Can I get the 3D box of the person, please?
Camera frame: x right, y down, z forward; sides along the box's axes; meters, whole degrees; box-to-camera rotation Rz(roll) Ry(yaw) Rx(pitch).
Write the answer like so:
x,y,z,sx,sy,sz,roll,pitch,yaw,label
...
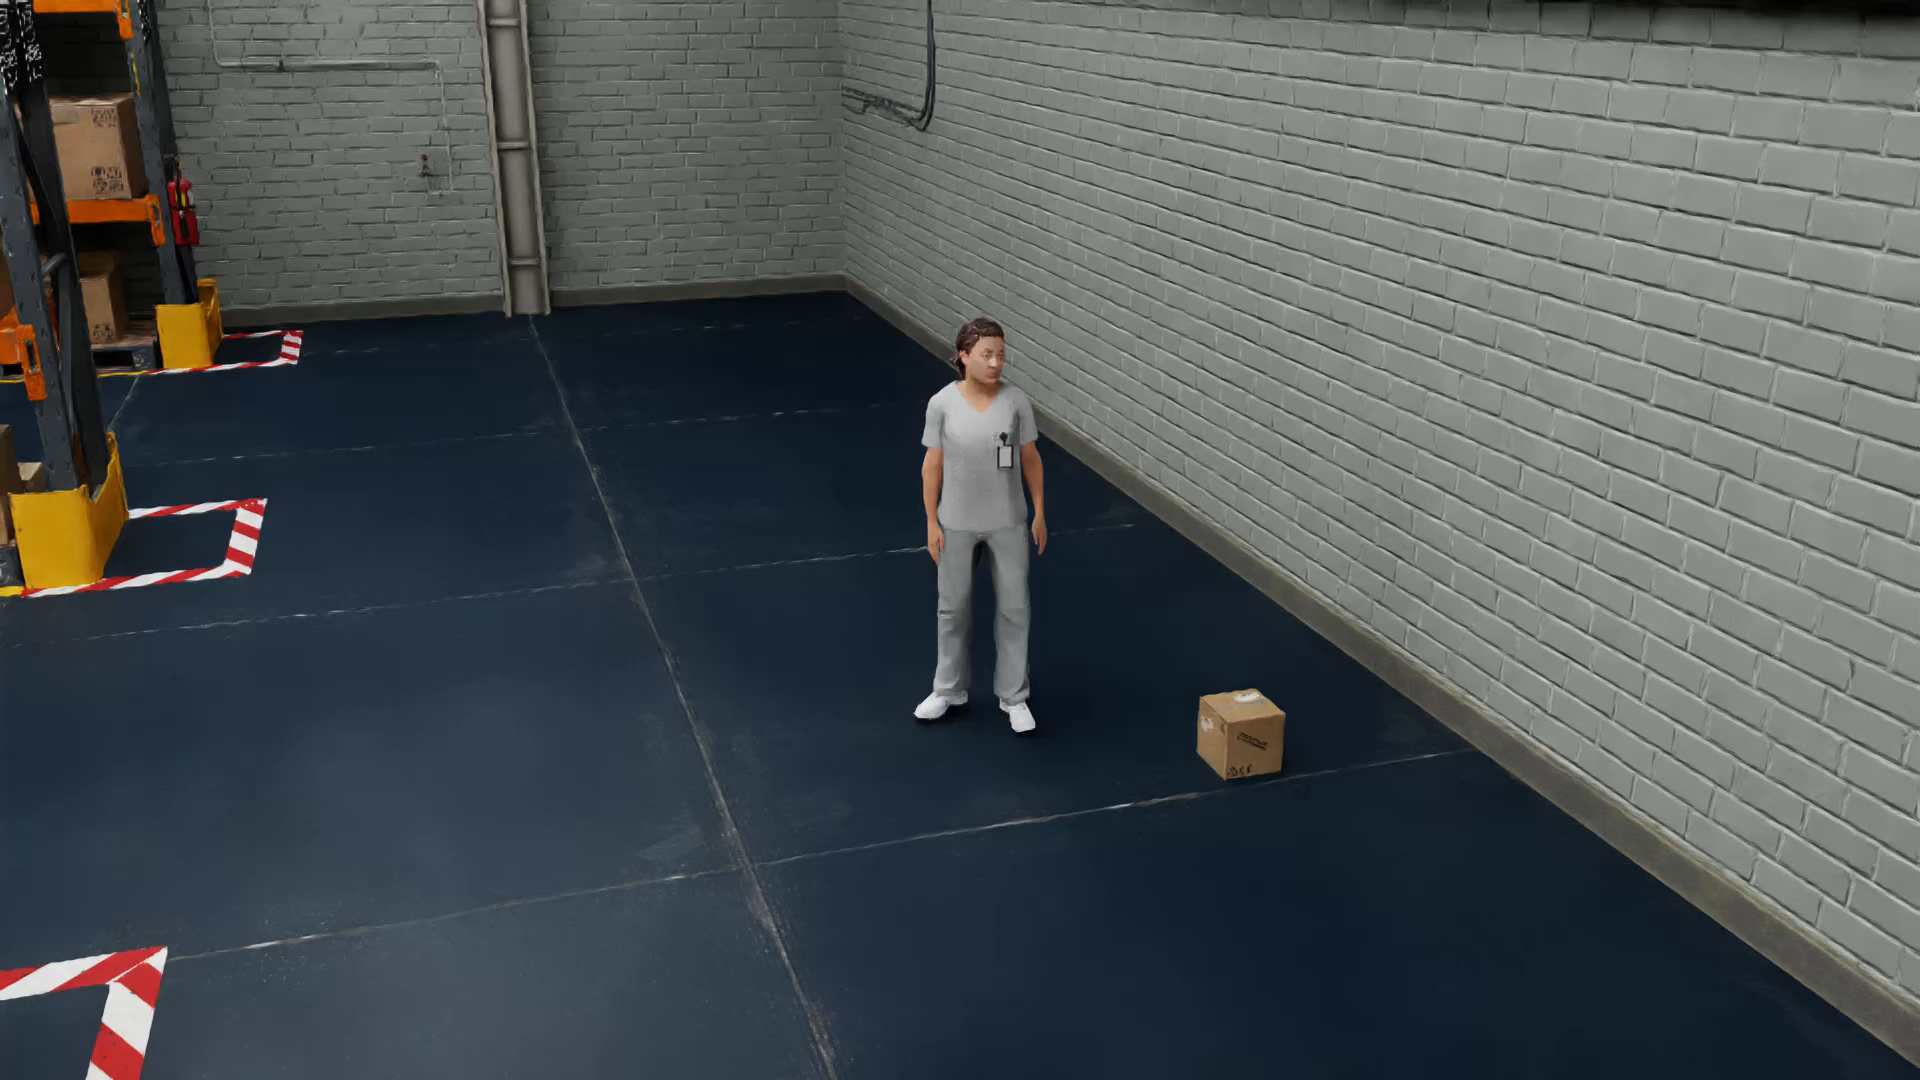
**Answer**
x,y,z,sx,sy,sz,roll,pitch,yaw,label
0.080,-0.057,6.670,0.540,1.681,0.366,0,19,0,person
